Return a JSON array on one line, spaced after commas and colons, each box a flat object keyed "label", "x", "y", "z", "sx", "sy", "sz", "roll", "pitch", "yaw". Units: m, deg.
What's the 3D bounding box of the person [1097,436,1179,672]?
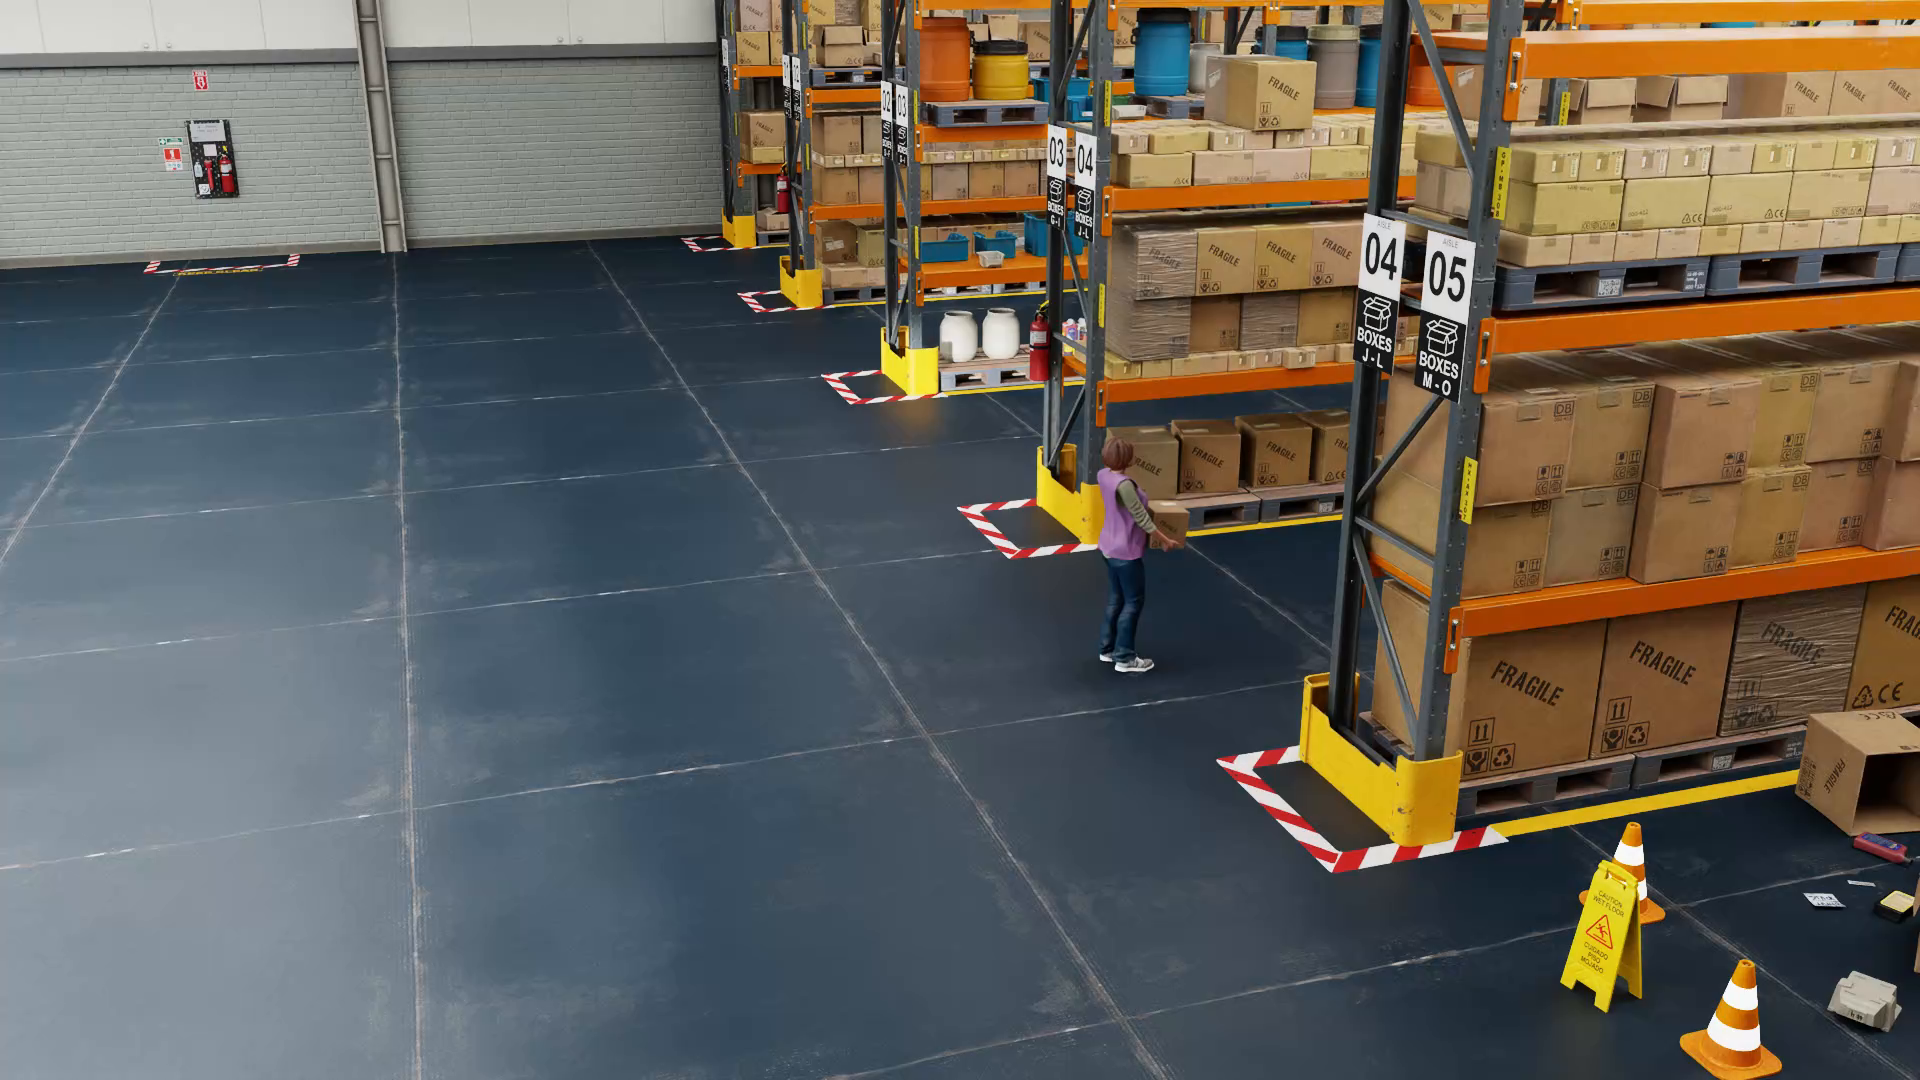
[{"label": "person", "x": 1.144, "y": 0.080, "z": 10.867, "sx": 0.500, "sy": 1.590, "sz": 0.405, "roll": -6, "pitch": 20, "yaw": -16}]
